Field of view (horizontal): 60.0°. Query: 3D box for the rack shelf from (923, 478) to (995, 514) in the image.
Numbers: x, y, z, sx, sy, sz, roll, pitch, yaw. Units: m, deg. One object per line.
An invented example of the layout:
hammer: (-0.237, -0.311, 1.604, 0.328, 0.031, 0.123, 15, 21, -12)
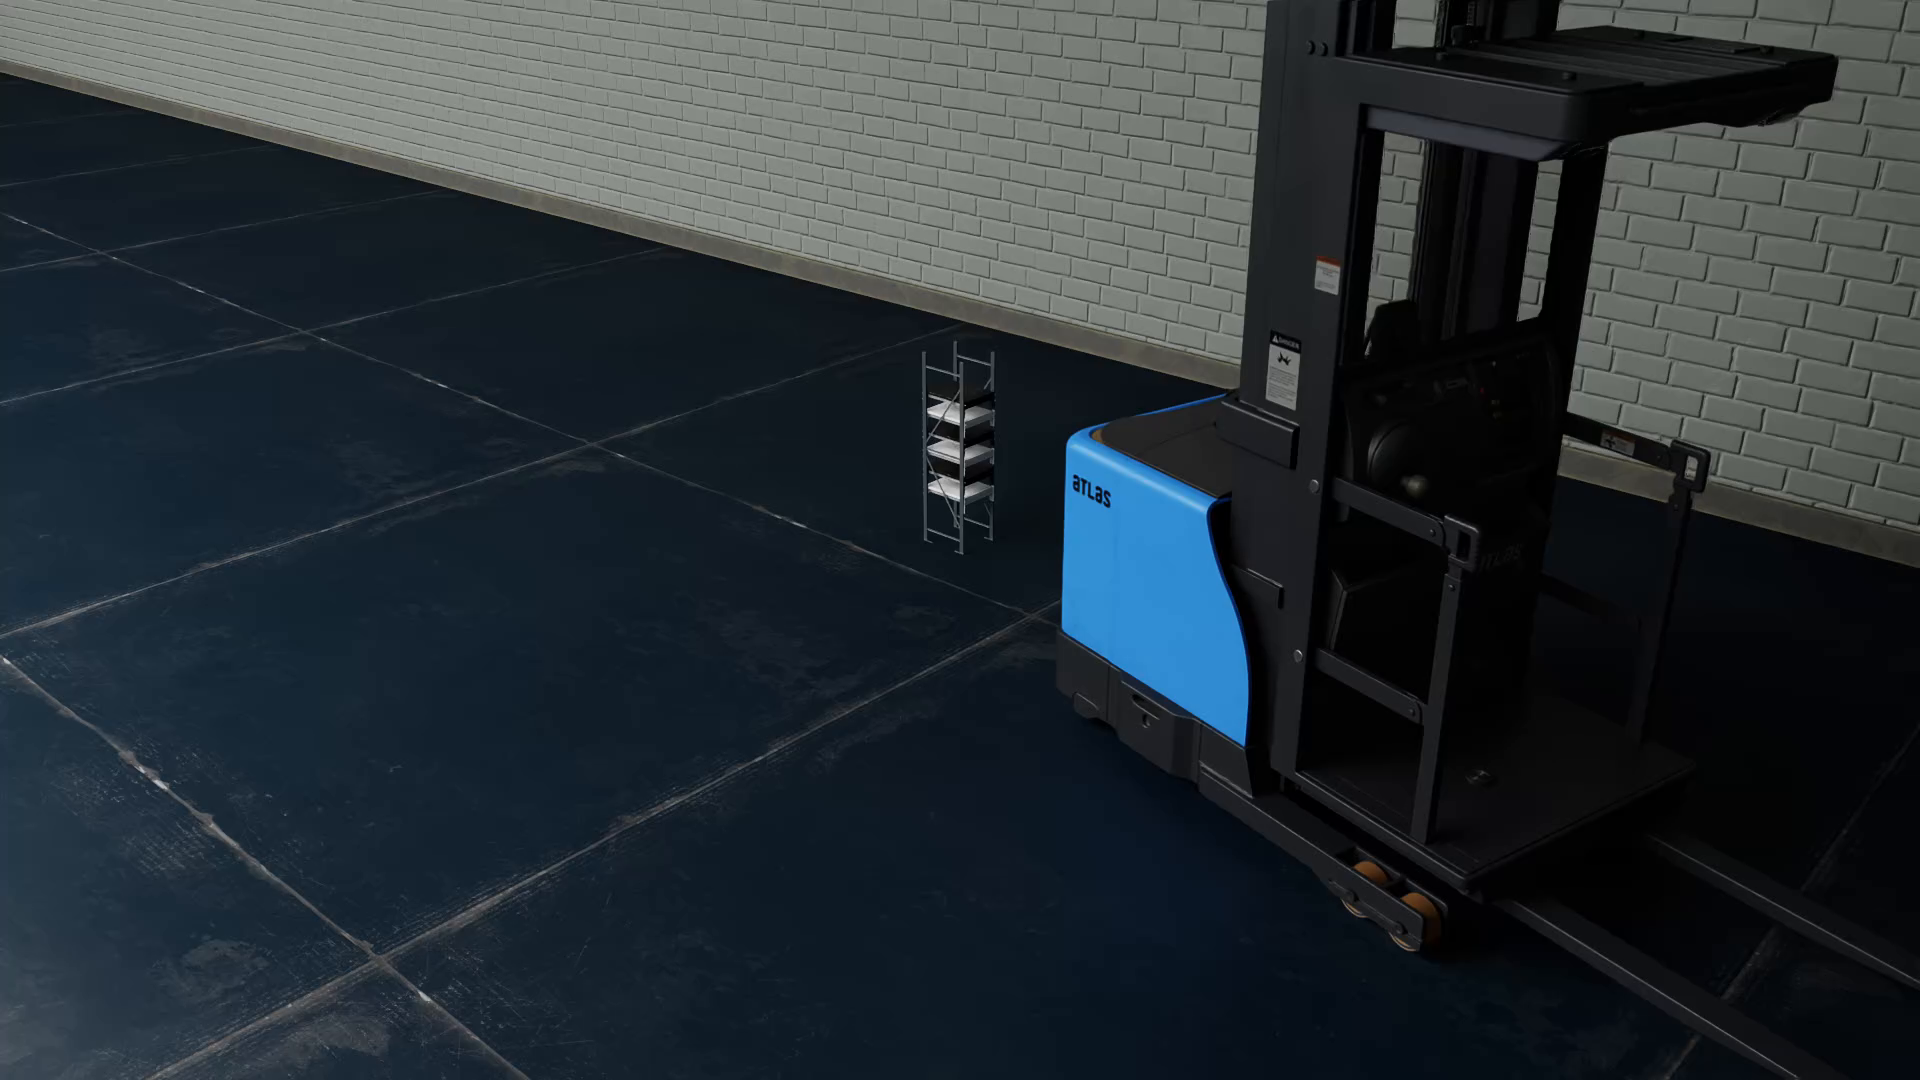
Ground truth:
rack shelf: (-0.005, -0.213, 7.510, 0.258, 0.077, 0.200, 20, 31, 38)

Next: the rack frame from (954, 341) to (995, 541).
rack frame: (0.062, -0.439, 7.492, 0.240, 0.900, 0.006, 20, 31, 38)

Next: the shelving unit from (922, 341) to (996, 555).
shelving unit: (-0.005, -0.408, 7.422, 0.258, 0.900, 0.210, 20, 31, 38)

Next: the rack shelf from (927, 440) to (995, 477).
rack shelf: (-0.005, -0.378, 7.436, 0.258, 0.077, 0.200, 20, 31, 38)

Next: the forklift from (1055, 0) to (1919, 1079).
forklift: (1.596, -0.348, 4.806, 1.130, 2.935, 3.031, -15, 28, -31)

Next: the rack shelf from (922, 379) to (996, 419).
rack shelf: (-0.005, -0.624, 7.326, 0.258, 0.077, 0.200, 20, 31, 38)

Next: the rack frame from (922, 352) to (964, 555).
rack frame: (-0.073, -0.377, 7.353, 0.240, 0.900, 0.006, 20, 31, 38)

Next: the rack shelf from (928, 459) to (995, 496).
rack shelf: (-0.005, -0.296, 7.473, 0.258, 0.077, 0.200, 20, 31, 38)

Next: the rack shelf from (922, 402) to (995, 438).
rack shelf: (-0.005, -0.542, 7.362, 0.258, 0.077, 0.200, 20, 31, 38)

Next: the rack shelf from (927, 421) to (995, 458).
rack shelf: (-0.005, -0.460, 7.399, 0.258, 0.077, 0.200, 20, 31, 38)
